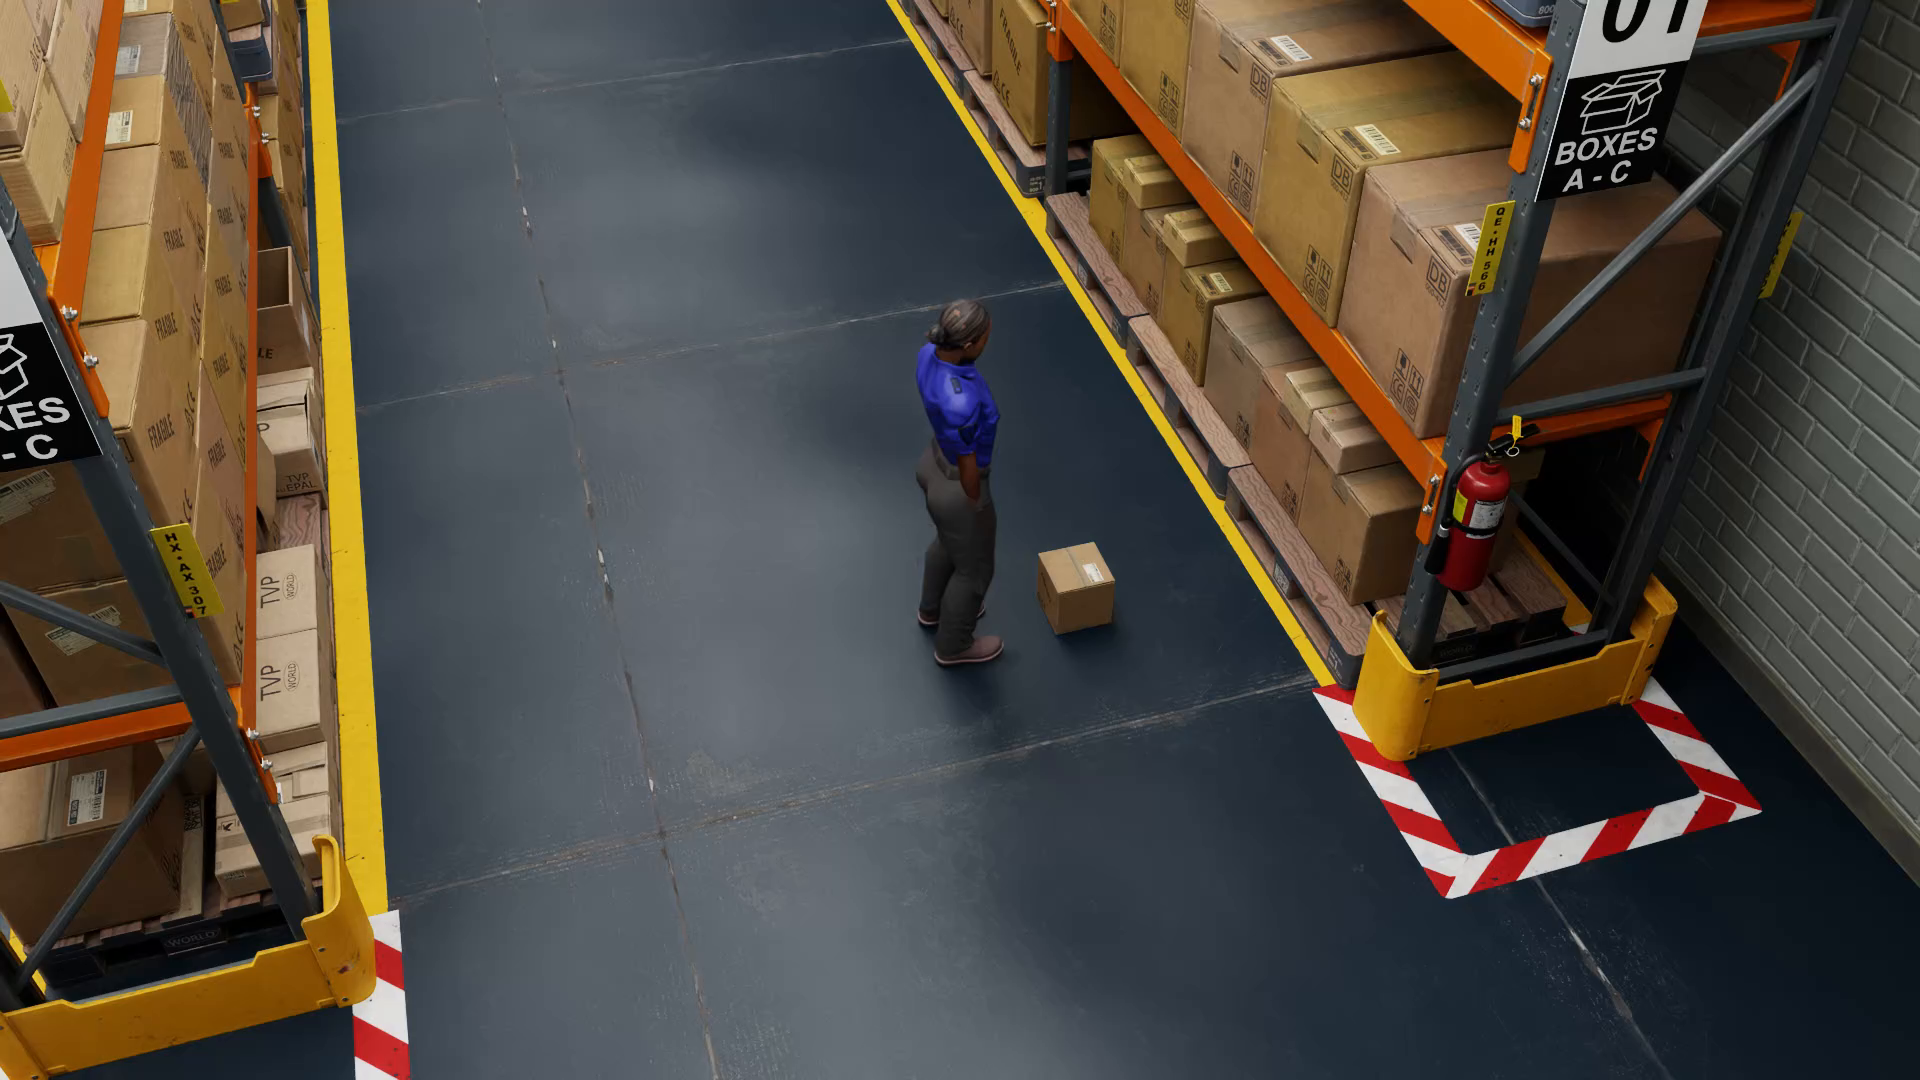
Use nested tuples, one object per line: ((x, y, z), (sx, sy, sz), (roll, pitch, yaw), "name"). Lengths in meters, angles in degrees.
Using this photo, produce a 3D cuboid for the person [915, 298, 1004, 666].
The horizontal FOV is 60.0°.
((-0.007, -0.225, 6.423), (0.305, 1.649, 0.440), (-11, 44, -12), "person")
